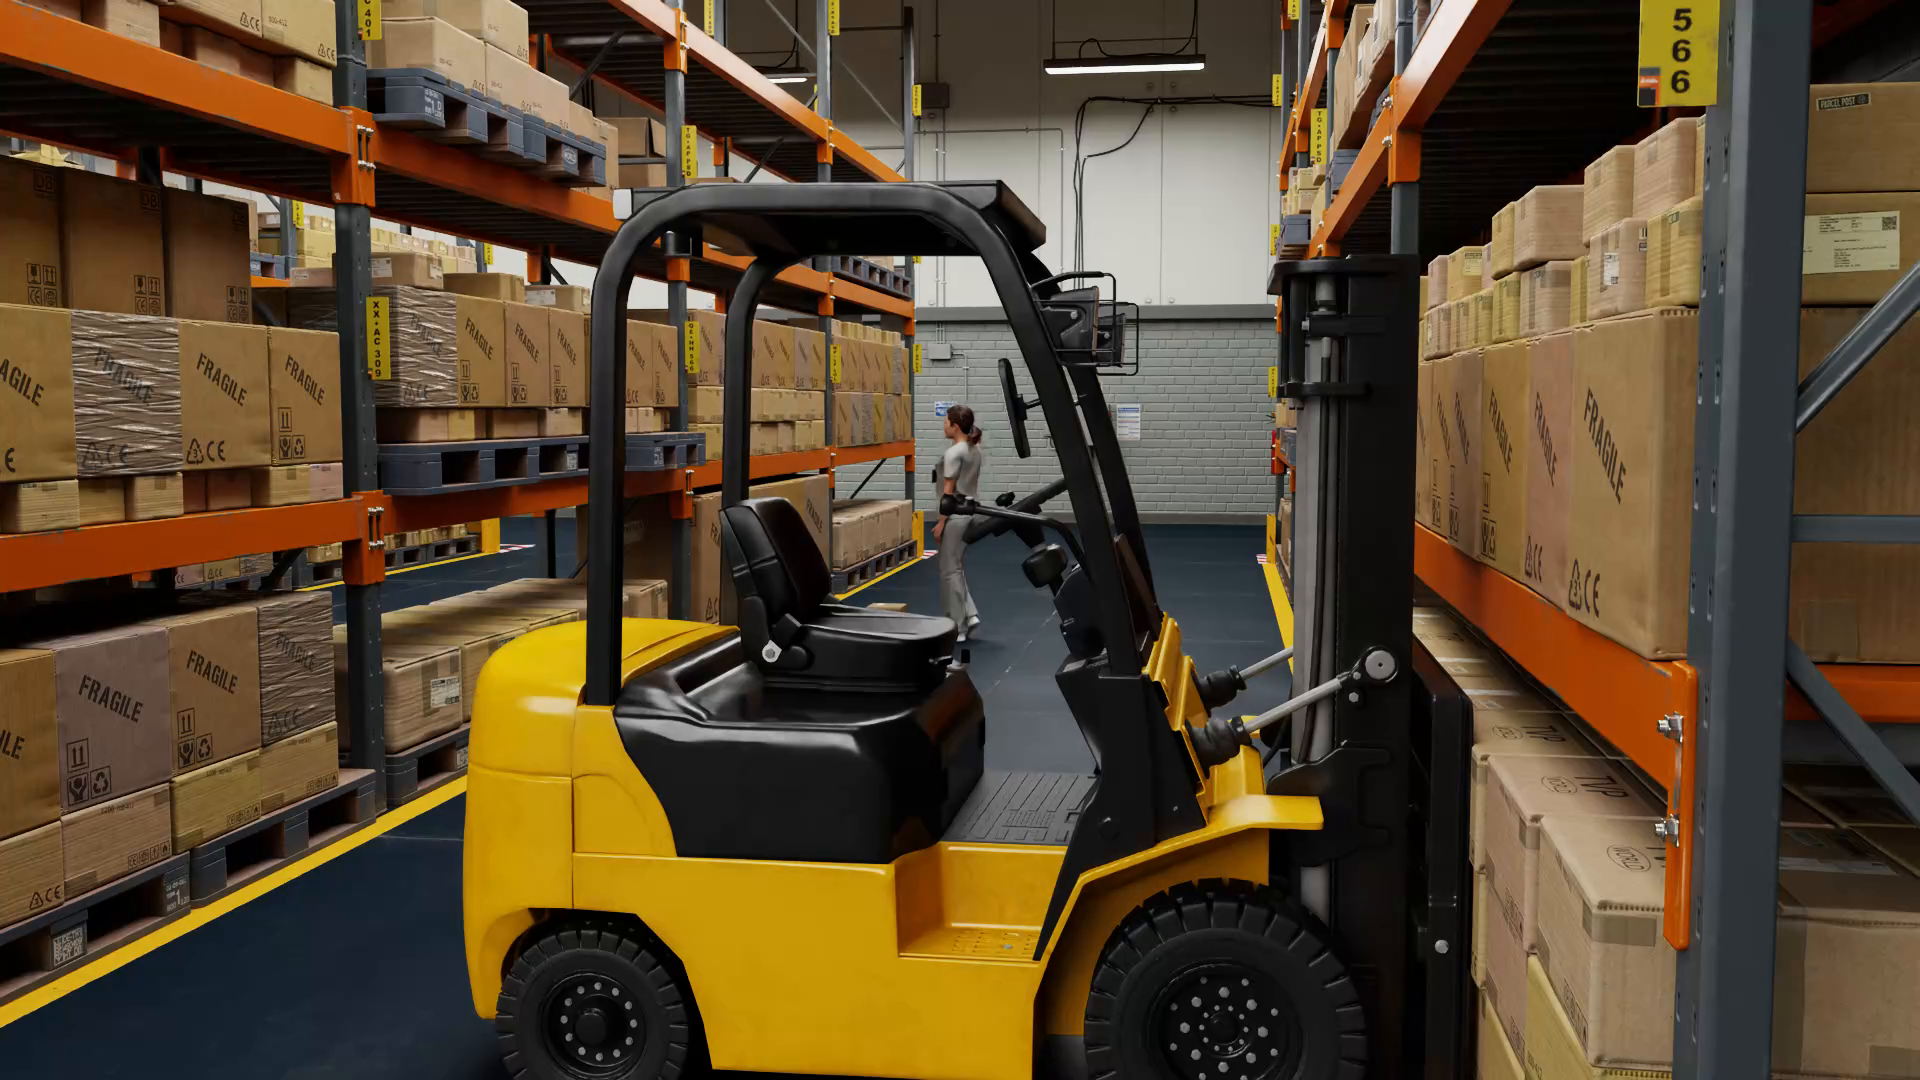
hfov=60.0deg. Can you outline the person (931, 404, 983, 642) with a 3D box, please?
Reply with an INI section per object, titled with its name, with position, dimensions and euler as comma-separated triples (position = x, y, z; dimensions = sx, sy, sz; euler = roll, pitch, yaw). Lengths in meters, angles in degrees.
[person]
position = -0.034, -0.106, 11.759
dimensions = 0.433, 1.698, 0.465
euler = 2, 5, 29
